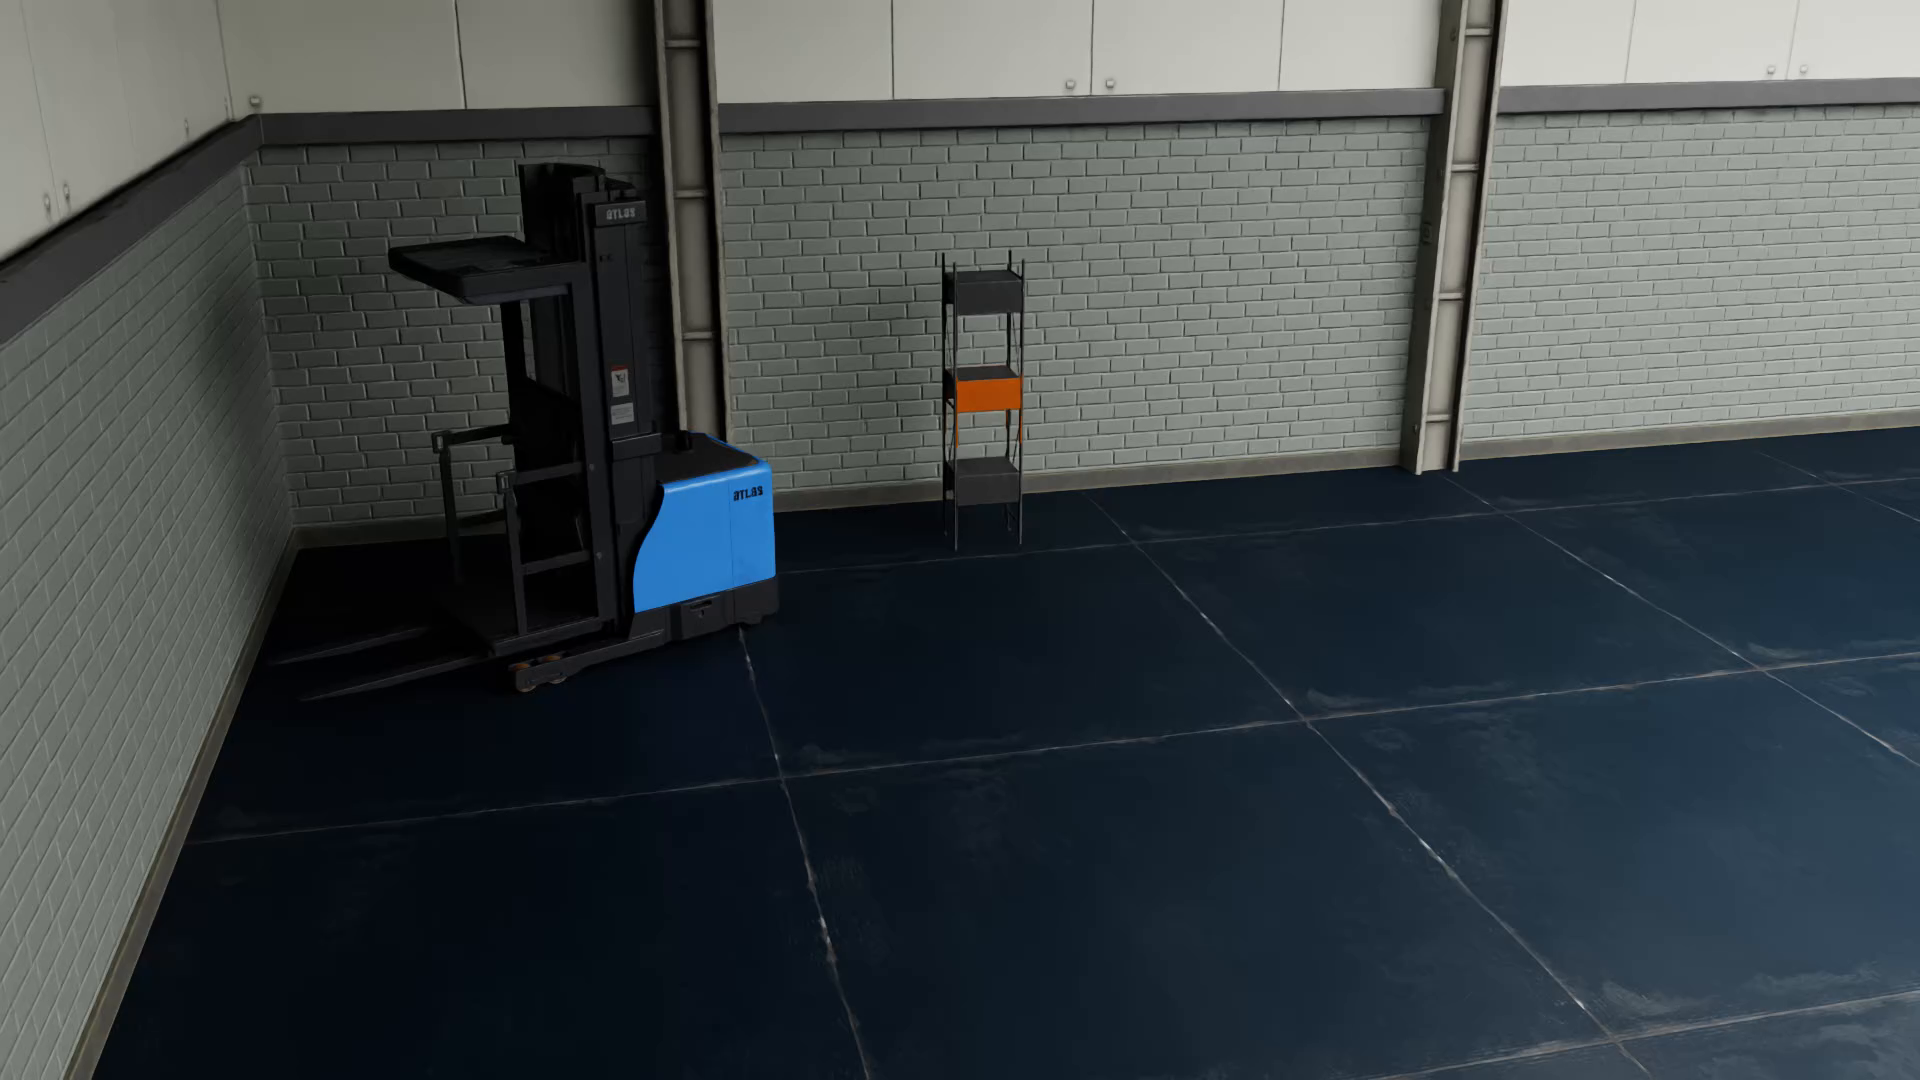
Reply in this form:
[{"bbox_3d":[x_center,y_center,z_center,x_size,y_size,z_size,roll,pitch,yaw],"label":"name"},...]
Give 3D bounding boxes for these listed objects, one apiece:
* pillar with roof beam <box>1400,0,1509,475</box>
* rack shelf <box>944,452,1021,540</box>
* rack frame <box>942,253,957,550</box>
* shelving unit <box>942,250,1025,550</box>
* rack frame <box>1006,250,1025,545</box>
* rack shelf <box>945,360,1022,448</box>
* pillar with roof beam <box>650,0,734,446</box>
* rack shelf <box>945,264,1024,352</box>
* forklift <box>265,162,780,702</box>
[{"bbox_3d":[4.923,-3.392,8.491,0.400,9.000,9.100,-5,21,-12],"label":"pillar with roof beam"},{"bbox_3d":[0.161,-0.329,12.235,0.480,0.518,0.431,-5,21,-12],"label":"rack shelf"},{"bbox_3d":[-0.076,-0.980,11.936,0.015,2.100,0.400,-5,21,-12],"label":"rack frame"},{"bbox_3d":[0.161,-0.999,11.989,0.503,2.100,0.431,-5,21,-12],"label":"shelving unit"},{"bbox_3d":[0.399,-1.018,12.042,0.015,2.100,0.400,-5,21,-12],"label":"rack frame"},{"bbox_3d":[0.161,-0.986,11.994,0.480,0.518,0.431,-5,21,-12],"label":"rack shelf"},{"bbox_3d":[-0.916,-2.917,7.195,0.400,9.000,9.100,-5,21,-12],"label":"pillar with roof beam"},{"bbox_3d":[0.161,-1.644,11.753,0.480,0.518,0.431,-5,21,-12],"label":"rack shelf"},{"bbox_3d":[-2.661,-0.681,9.912,3.031,2.935,1.130,-15,25,-35],"label":"forklift"}]
